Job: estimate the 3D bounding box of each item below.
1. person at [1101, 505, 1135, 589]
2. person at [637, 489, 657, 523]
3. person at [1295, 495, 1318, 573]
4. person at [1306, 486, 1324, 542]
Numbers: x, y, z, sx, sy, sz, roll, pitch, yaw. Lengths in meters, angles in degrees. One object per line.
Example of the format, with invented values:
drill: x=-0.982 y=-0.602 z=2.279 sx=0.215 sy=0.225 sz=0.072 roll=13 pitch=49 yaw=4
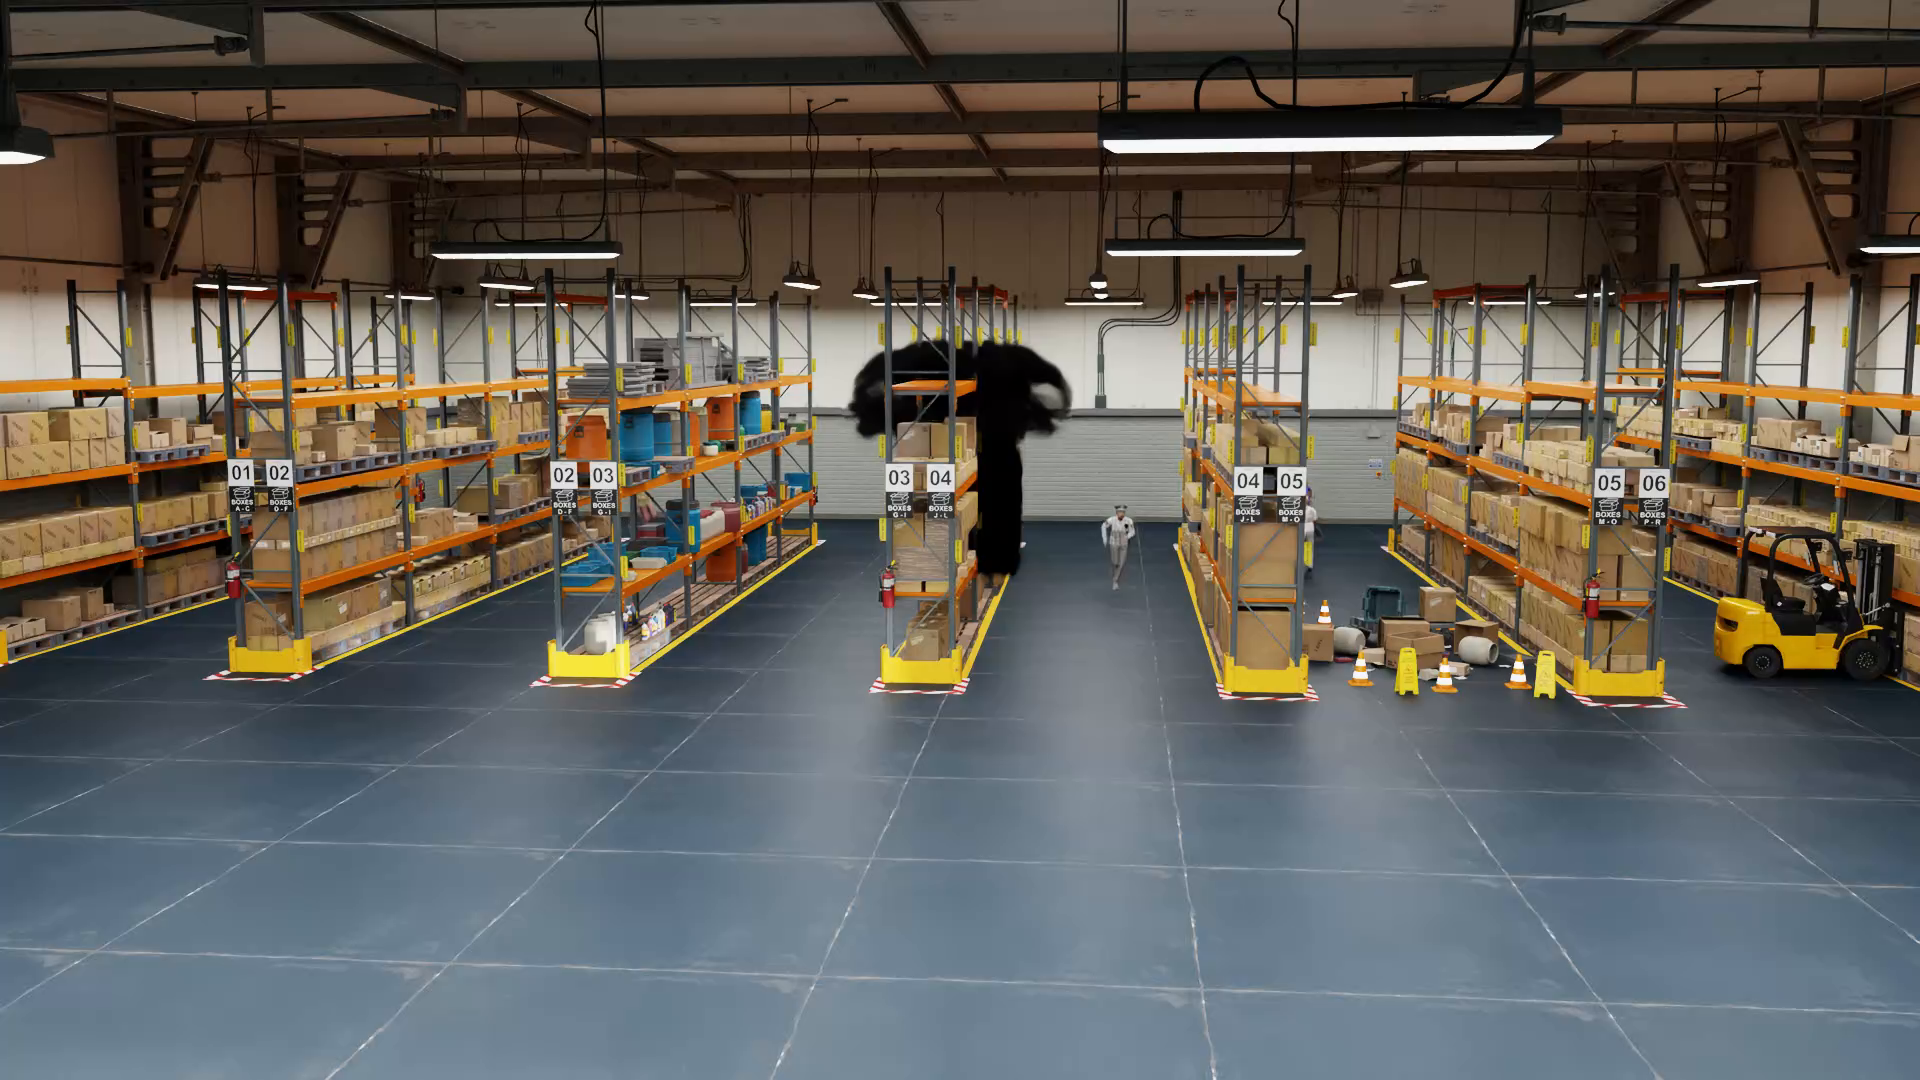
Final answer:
person: x=2.984 y=0.126 z=31.291 sx=0.605 sy=1.628 sz=0.668 roll=-1 pitch=7 yaw=-5
person: x=-7.949 y=-0.892 z=41.927 sx=0.640 sy=1.605 sz=0.592 roll=-5 pitch=8 yaw=-34
person: x=7.276 y=-0.111 z=35.211 sx=0.595 sy=1.694 sz=0.877 roll=0 pitch=7 yaw=3
person: x=8.440 y=-0.715 z=40.505 sx=0.897 sy=1.625 sz=0.569 roll=0 pitch=7 yaw=-1
